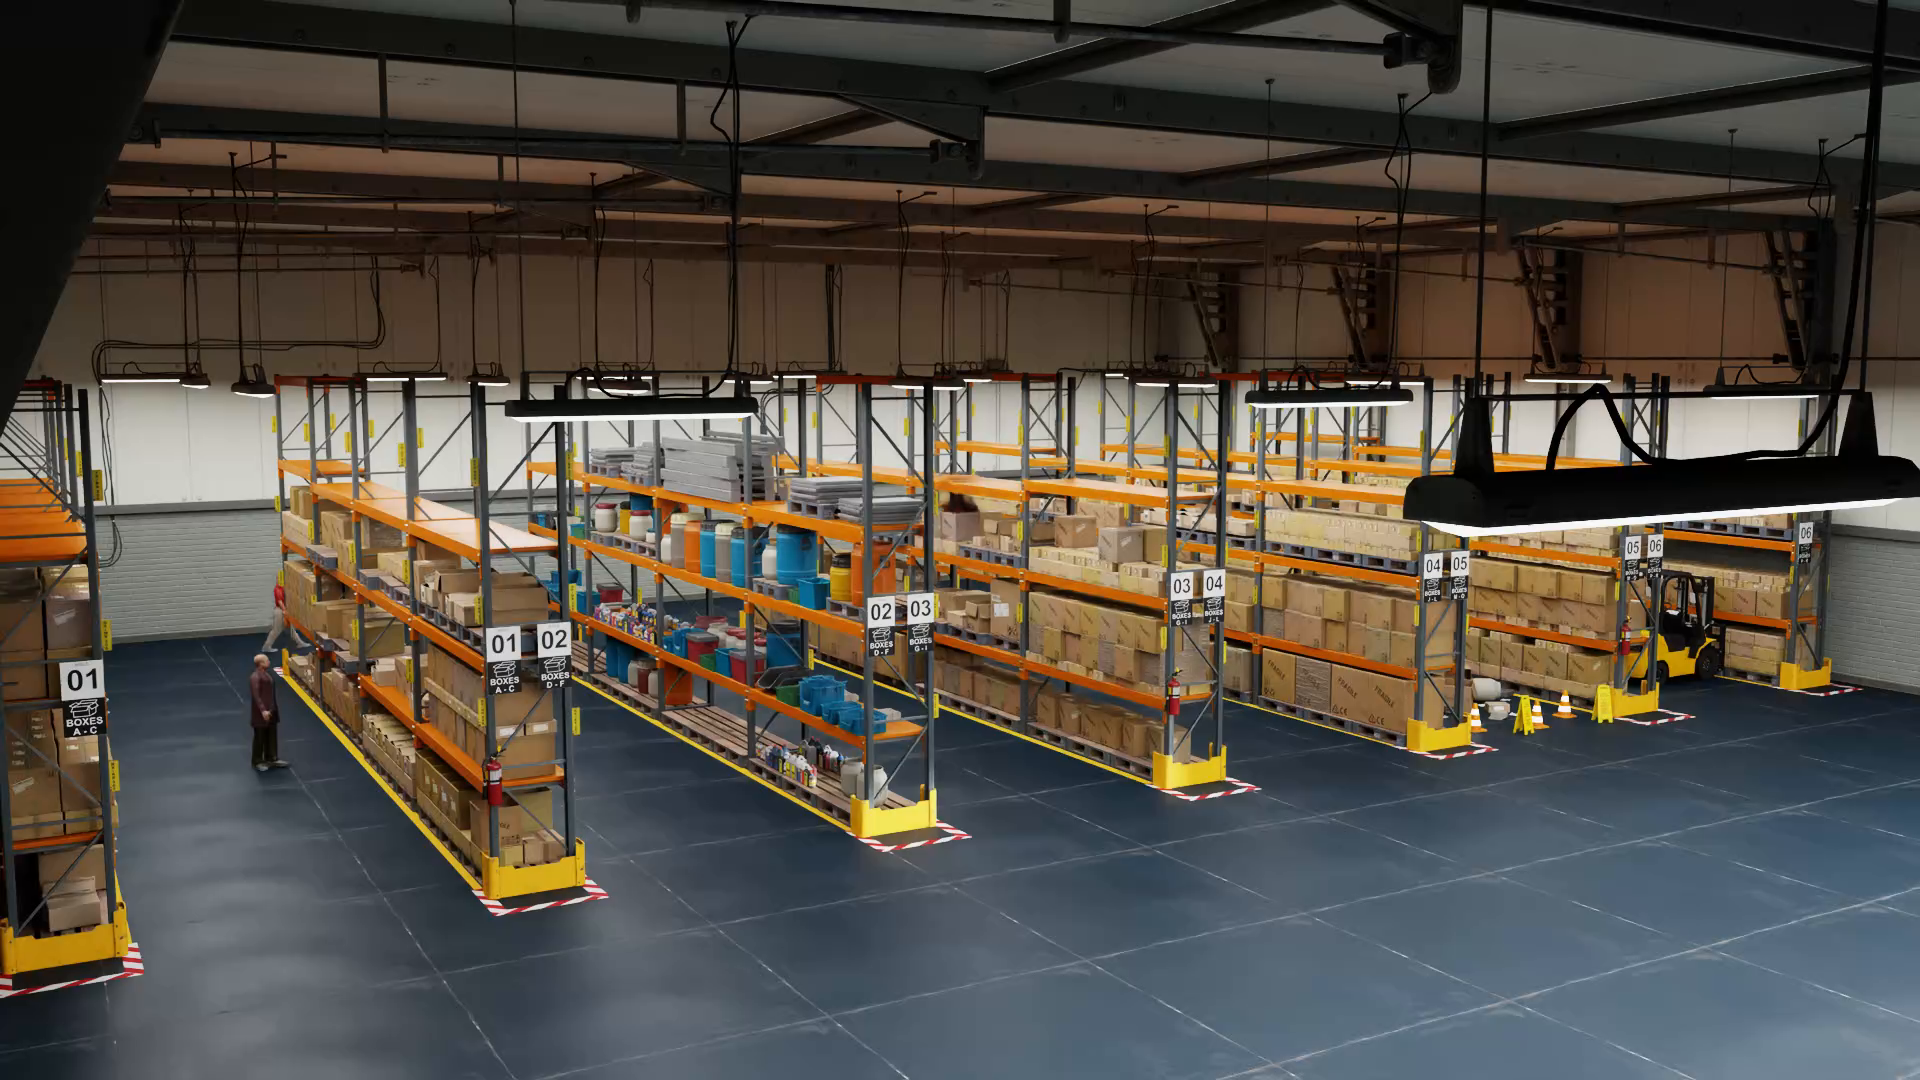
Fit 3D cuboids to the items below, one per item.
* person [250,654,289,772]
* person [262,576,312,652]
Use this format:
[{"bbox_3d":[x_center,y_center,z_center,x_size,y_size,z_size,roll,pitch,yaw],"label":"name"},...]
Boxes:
[{"bbox_3d":[-10.687,2.646,25.622,0.502,1.794,0.630,1,6,13],"label":"person"},{"bbox_3d":[-14.552,1.557,35.881,1.045,1.666,0.668,-3,7,-28],"label":"person"}]
